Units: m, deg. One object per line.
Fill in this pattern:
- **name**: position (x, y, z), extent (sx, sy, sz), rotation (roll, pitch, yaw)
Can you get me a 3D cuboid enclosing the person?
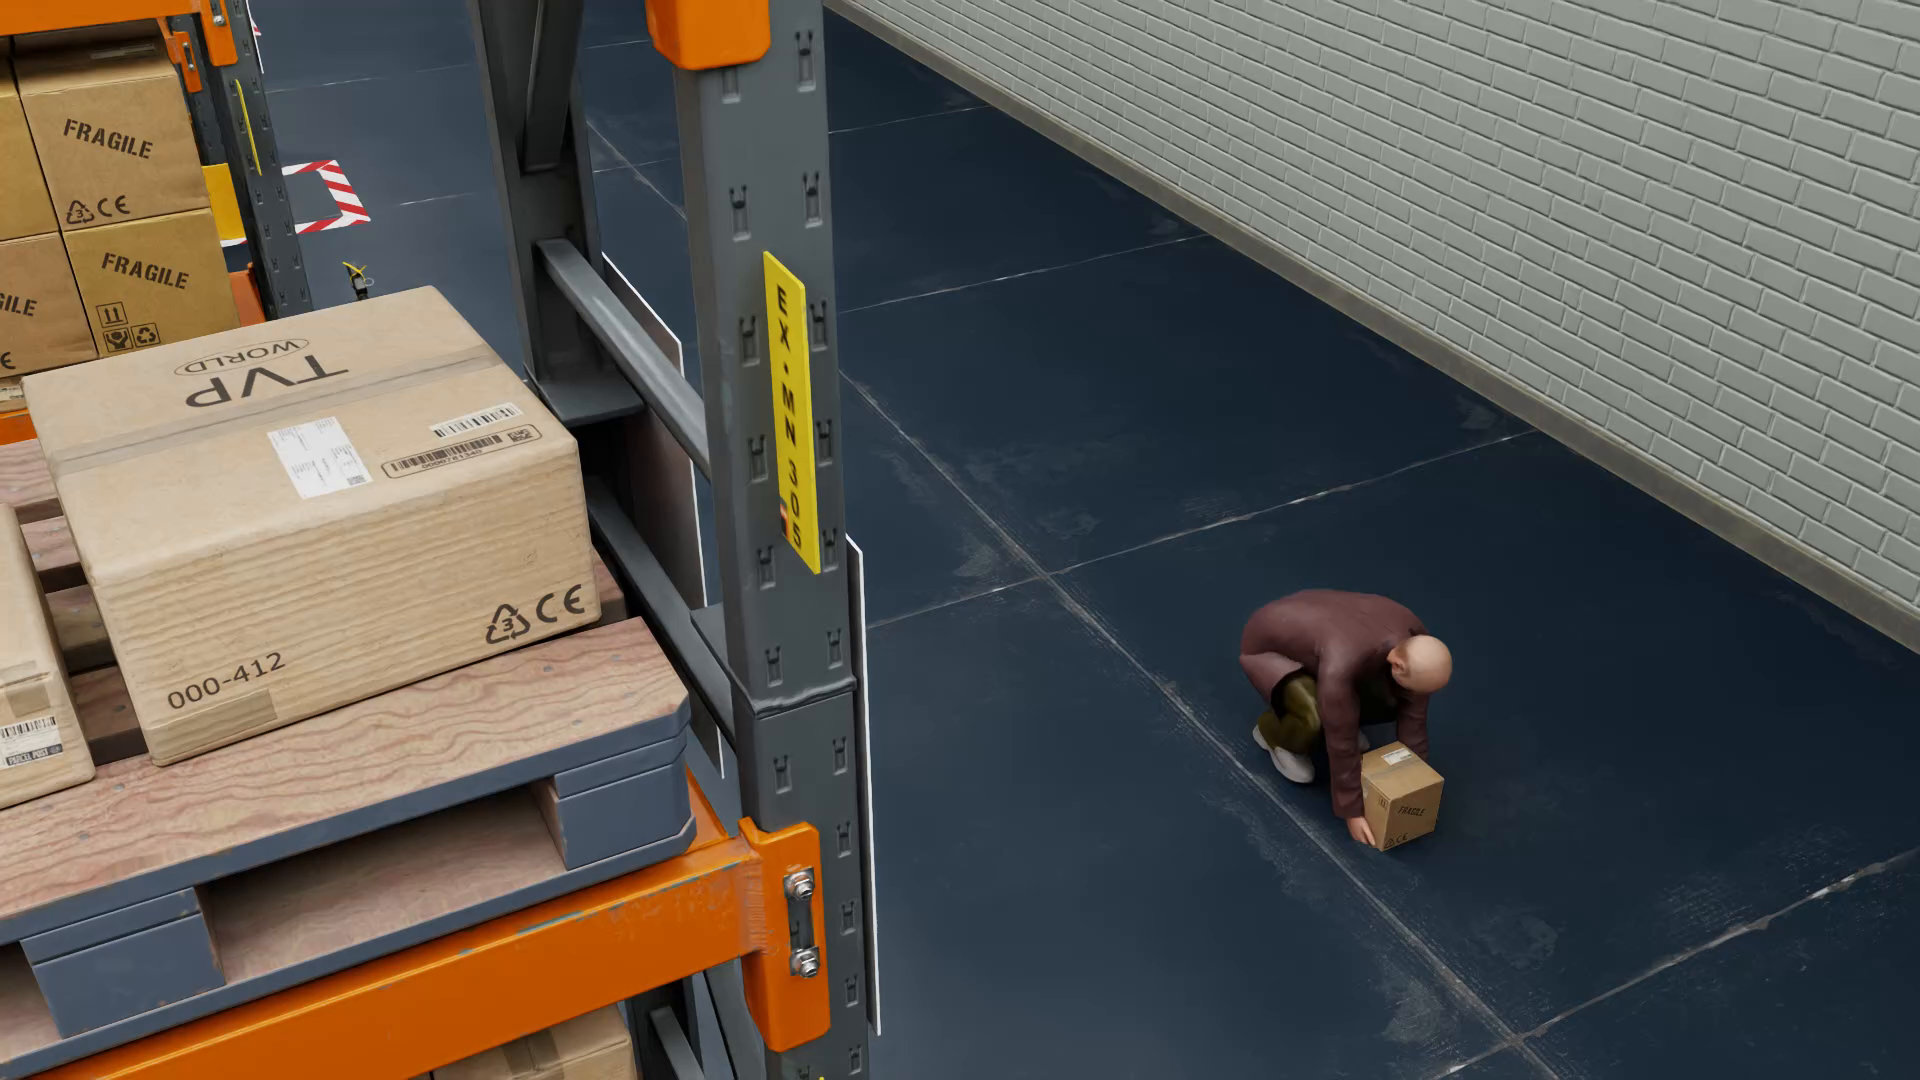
- **person**: position (1.422, 0.591, 6.246), extent (0.581, 0.841, 0.911), rotation (-16, 36, -23)
